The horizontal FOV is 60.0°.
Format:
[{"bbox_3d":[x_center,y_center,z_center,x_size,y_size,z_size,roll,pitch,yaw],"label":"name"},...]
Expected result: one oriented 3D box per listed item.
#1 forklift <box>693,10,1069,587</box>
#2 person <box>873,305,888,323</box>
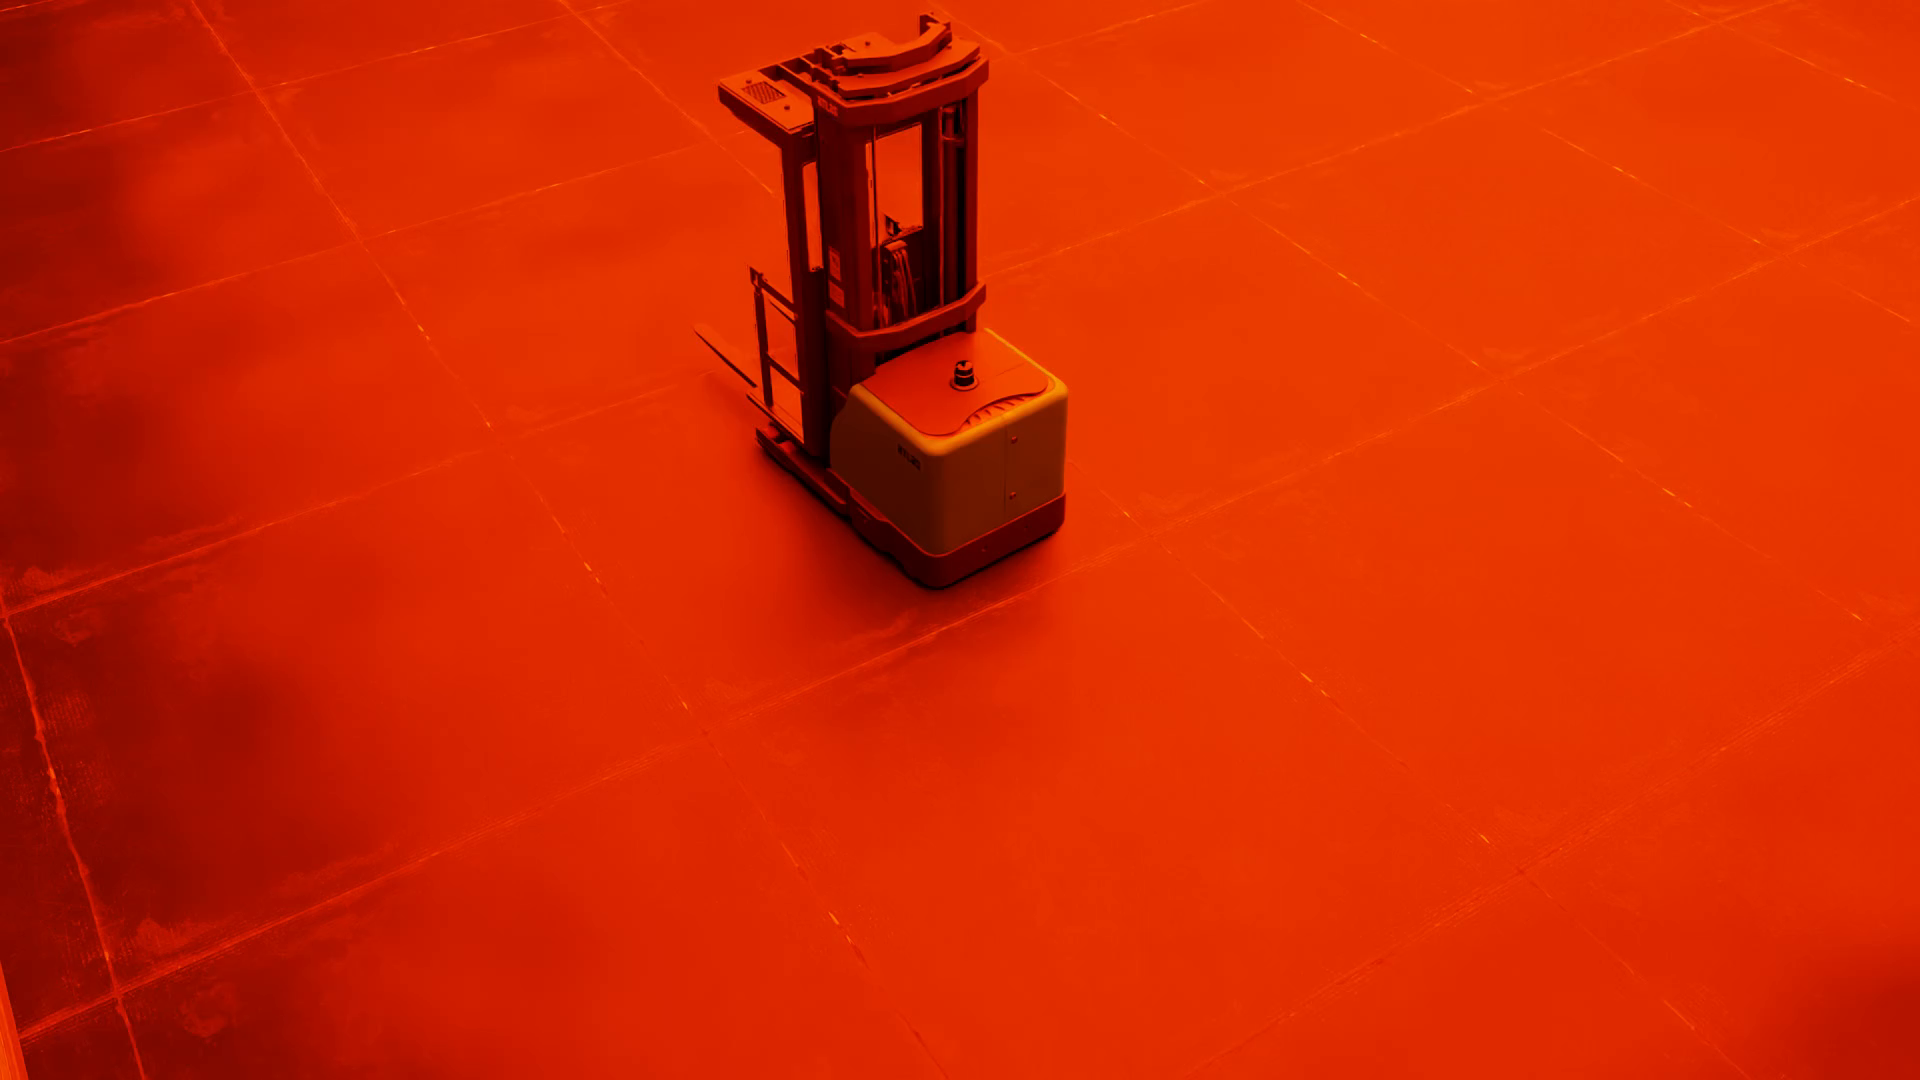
[{"bbox_3d":[-0.655,-1.748,9.871,1.130,2.935,3.031,-27,48,-27],"label":"forklift"},{"bbox_3d":[-0.587,-1.283,10.264,0.728,1.498,0.713,6,41,6],"label":"person"}]
